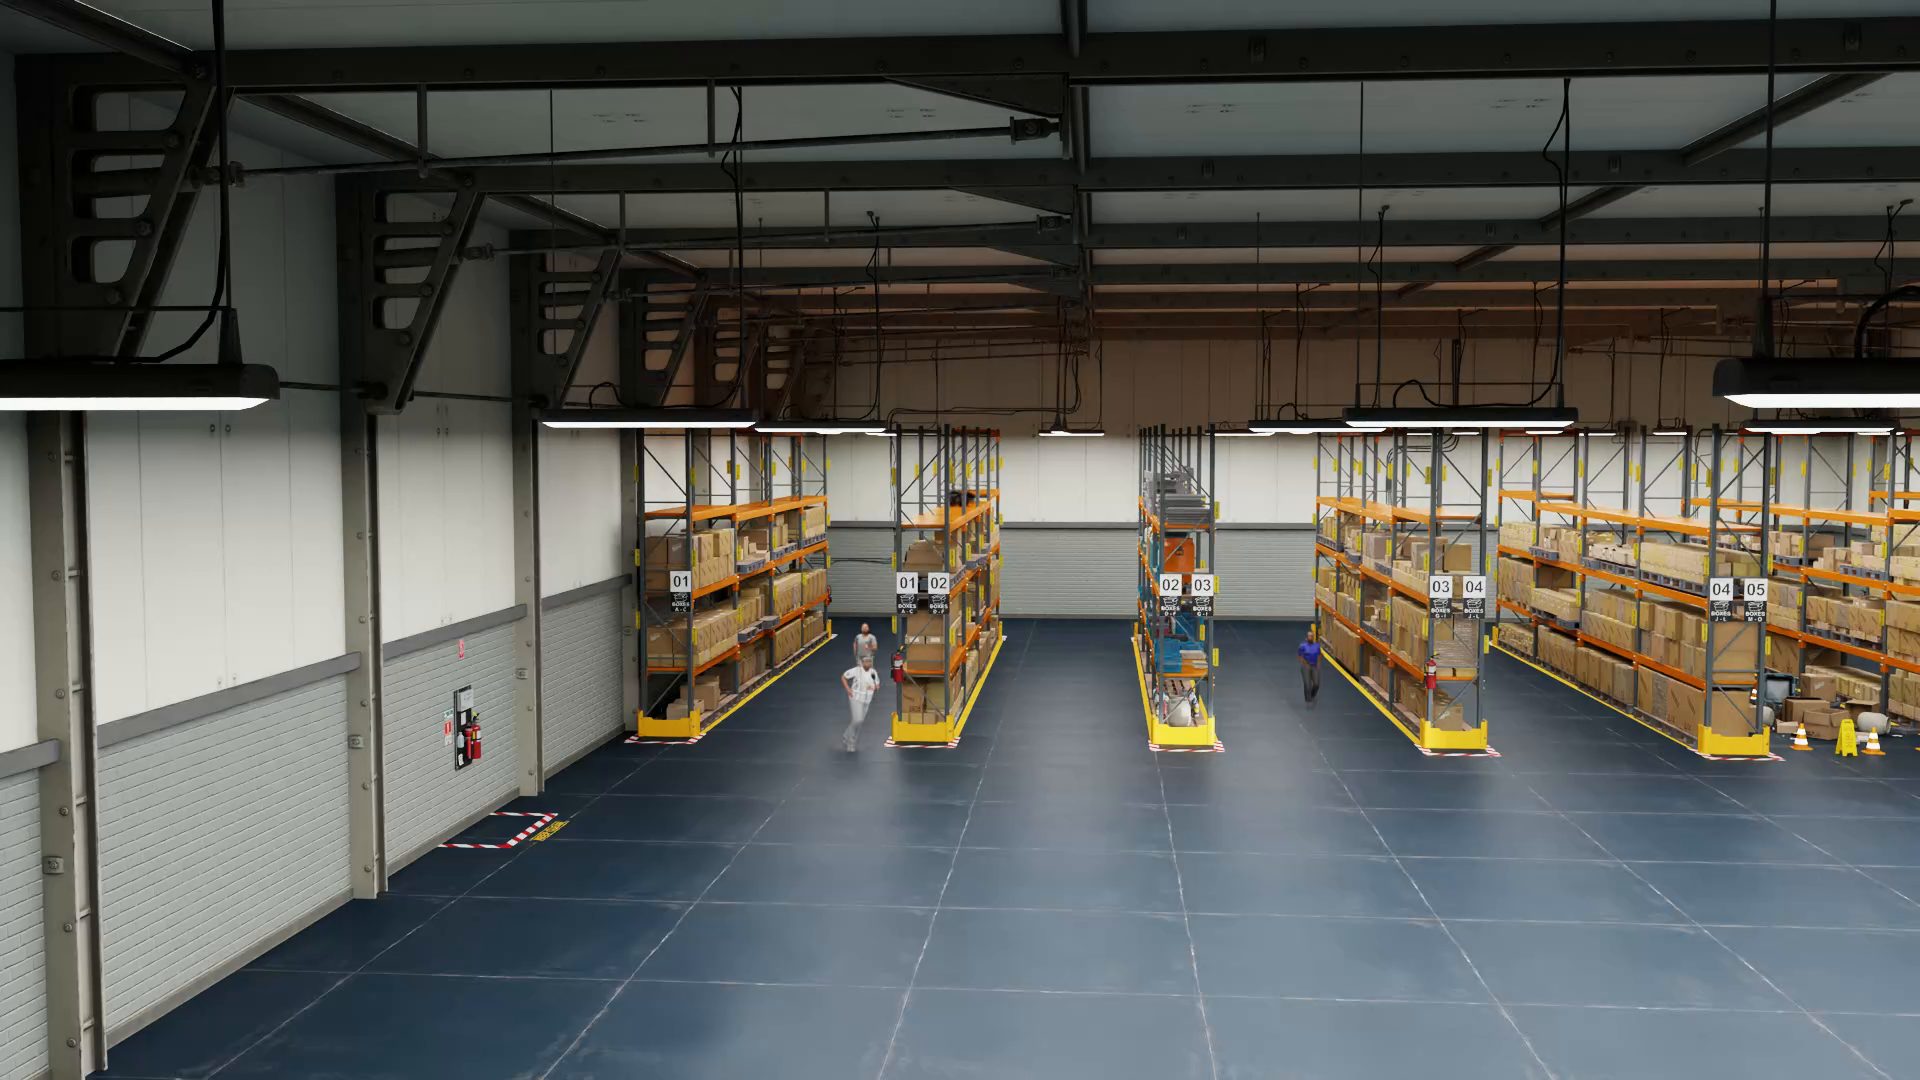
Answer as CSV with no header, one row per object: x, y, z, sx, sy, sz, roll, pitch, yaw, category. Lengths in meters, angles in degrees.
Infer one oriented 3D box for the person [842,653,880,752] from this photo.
-1.865,3.000,30.807,0.718,1.835,0.710,-2,4,-36,person

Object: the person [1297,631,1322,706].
7.456,2.752,35.395,0.576,1.619,0.580,0,3,0,person

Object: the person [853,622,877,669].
-2.080,2.640,36.405,0.554,1.681,0.907,0,3,6,person
